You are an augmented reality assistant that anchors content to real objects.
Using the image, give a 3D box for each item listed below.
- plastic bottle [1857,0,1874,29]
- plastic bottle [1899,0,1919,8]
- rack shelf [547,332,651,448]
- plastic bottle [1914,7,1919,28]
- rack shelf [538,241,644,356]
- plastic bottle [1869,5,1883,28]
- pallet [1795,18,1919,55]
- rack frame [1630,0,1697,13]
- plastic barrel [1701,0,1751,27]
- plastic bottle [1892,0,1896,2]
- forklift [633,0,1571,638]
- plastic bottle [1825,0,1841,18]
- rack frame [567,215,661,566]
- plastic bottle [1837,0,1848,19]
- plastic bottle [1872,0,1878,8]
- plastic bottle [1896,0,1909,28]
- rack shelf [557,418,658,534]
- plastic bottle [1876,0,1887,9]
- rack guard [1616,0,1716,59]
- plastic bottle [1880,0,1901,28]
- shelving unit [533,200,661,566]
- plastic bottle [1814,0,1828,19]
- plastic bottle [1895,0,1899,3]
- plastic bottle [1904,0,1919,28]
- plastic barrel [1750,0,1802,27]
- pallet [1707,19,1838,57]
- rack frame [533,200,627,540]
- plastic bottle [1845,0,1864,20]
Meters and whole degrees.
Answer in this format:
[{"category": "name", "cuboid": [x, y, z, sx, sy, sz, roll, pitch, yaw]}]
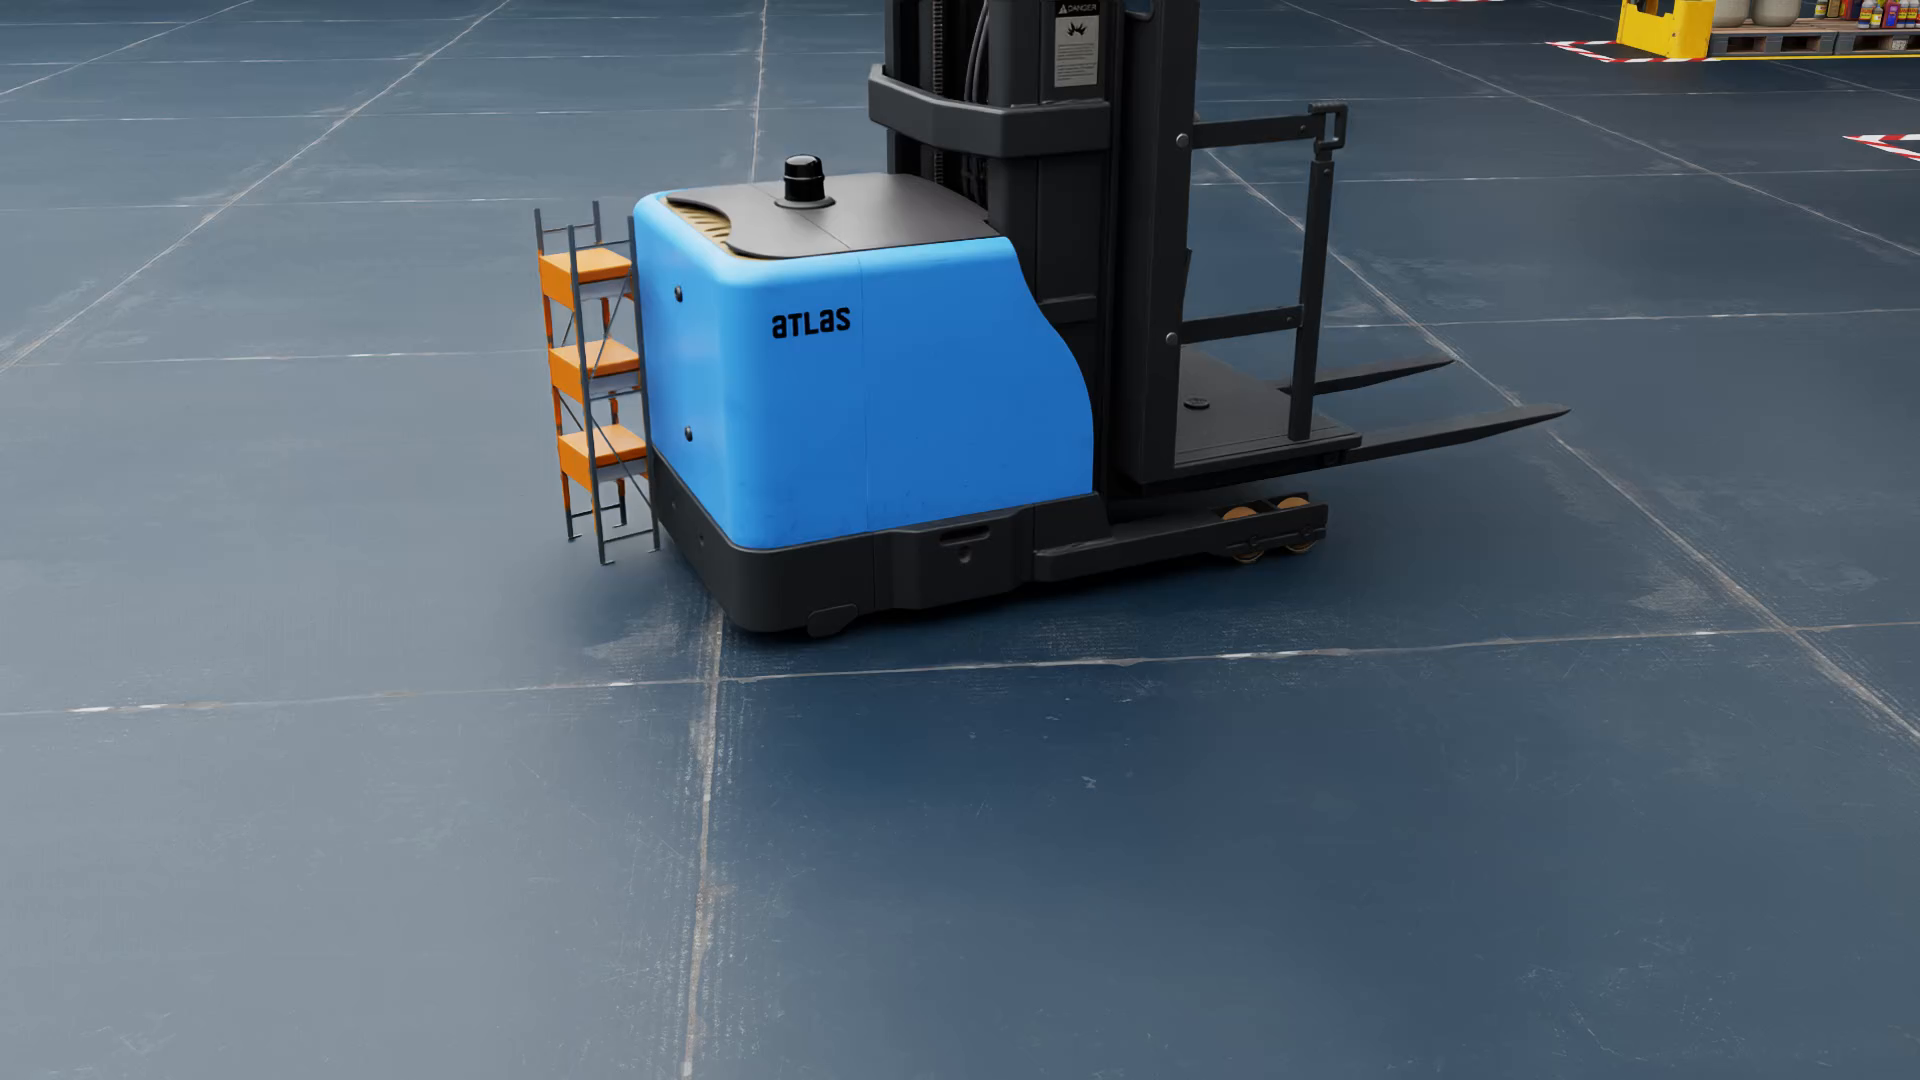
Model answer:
[{"category": "plastic bottle", "cuboid": [8.325, -4.845, 15.275, 0.097, 0.271, 0.097, 0, 24, 0]}, {"category": "plastic bottle", "cuboid": [9.055, -5.113, 15.871, 0.135, 0.276, 0.152, -2, 24, -5]}, {"category": "rack shelf", "cuboid": [-1.086, -0.455, 5.007, 0.215, 0.259, 0.240, -16, 28, -32]}, {"category": "plastic bottle", "cuboid": [8.864, -4.835, 15.338, 0.097, 0.201, 0.097, 0, 24, 0]}, {"category": "rack shelf", "cuboid": [-1.086, -0.714, 4.892, 0.215, 0.259, 0.240, -16, 28, -32]}, {"category": "plastic bottle", "cuboid": [8.428, -4.817, 15.298, 0.097, 0.201, 0.097, 0, 24, 0]}, {"category": "pallet", "cuboid": [8.581, -4.770, 15.721, 1.213, 0.211, 1.003, -2, 24, -5]}, {"category": "rack frame", "cuboid": [6.490, -5.944, 14.931, 0.127, 3.000, 1.000, -2, 24, -5]}, {"category": "plastic barrel", "cuboid": [7.137, -5.057, 15.479, 0.421, 0.512, 0.421, 0, 24, 0]}, {"category": "plastic bottle", "cuboid": [8.886, -5.083, 15.896, 0.097, 0.201, 0.097, 0, 24, 0]}, {"category": "forklift", "cuboid": [0.584, -1.455, 4.916, 3.031, 2.935, 1.130, -10, 26, -22]}, {"category": "plastic bottle", "cuboid": [8.389, -5.167, 15.984, 0.133, 0.283, 0.061, -2, 24, -4]}, {"category": "rack frame", "cuboid": [-1.016, -0.424, 4.911, 0.200, 1.050, 0.008, -16, 28, -32]}, {"category": "plastic bottle", "cuboid": [8.528, -5.150, 15.956, 0.135, 0.276, 0.152, -2, 24, -5]}, {"category": "plastic bottle", "cuboid": [8.697, -5.072, 15.872, 0.097, 0.201, 0.097, 0, 24, 0]}, {"category": "plastic bottle", "cuboid": [8.666, -4.859, 15.306, 0.097, 0.271, 0.097, 0, 24, 0]}, {"category": "rack shelf", "cuboid": [-1.086, -0.201, 5.120, 0.215, 0.259, 0.240, -16, 28, -32]}, {"category": "plastic bottle", "cuboid": [8.831, -5.198, 15.972, 0.185, 0.351, 0.144, -1, 24, -3]}, {"category": "rack guard", "cuboid": [6.561, -4.824, 15.488, 0.348, 0.500, 1.175, -2, 24, -5]}, {"category": "plastic bottle", "cuboid": [8.552, -4.852, 15.276, 0.133, 0.283, 0.061, -2, 24, -4]}, {"category": "shelving unit", "cuboid": [-1.086, -0.465, 5.003, 0.215, 1.050, 0.252, -16, 28, -32]}, {"category": "plastic bottle", "cuboid": [8.275, -5.117, 15.973, 0.097, 0.201, 0.097, 0, 24, 0]}, {"category": "plastic bottle", "cuboid": [9.016, -5.206, 15.988, 0.185, 0.351, 0.144, -2, 24, -6]}, {"category": "plastic bottle", "cuboid": [8.766, -4.863, 15.315, 0.097, 0.271, 0.097, 0, 24, 0]}, {"category": "plastic barrel", "cuboid": [7.636, -5.077, 15.524, 0.421, 0.512, 0.421, 0, 24, 0]}, {"category": "pallet", "cuboid": [7.370, -4.722, 15.615, 1.213, 0.211, 1.003, -2, 24, -5]}, {"category": "rack frame", "cuboid": [-1.156, -0.505, 5.094, 0.200, 1.050, 0.008, -16, 28, -32]}, {"category": "plastic bottle", "cuboid": [8.539, -5.111, 15.858, 0.133, 0.283, 0.061, -2, 24, -5]}]
